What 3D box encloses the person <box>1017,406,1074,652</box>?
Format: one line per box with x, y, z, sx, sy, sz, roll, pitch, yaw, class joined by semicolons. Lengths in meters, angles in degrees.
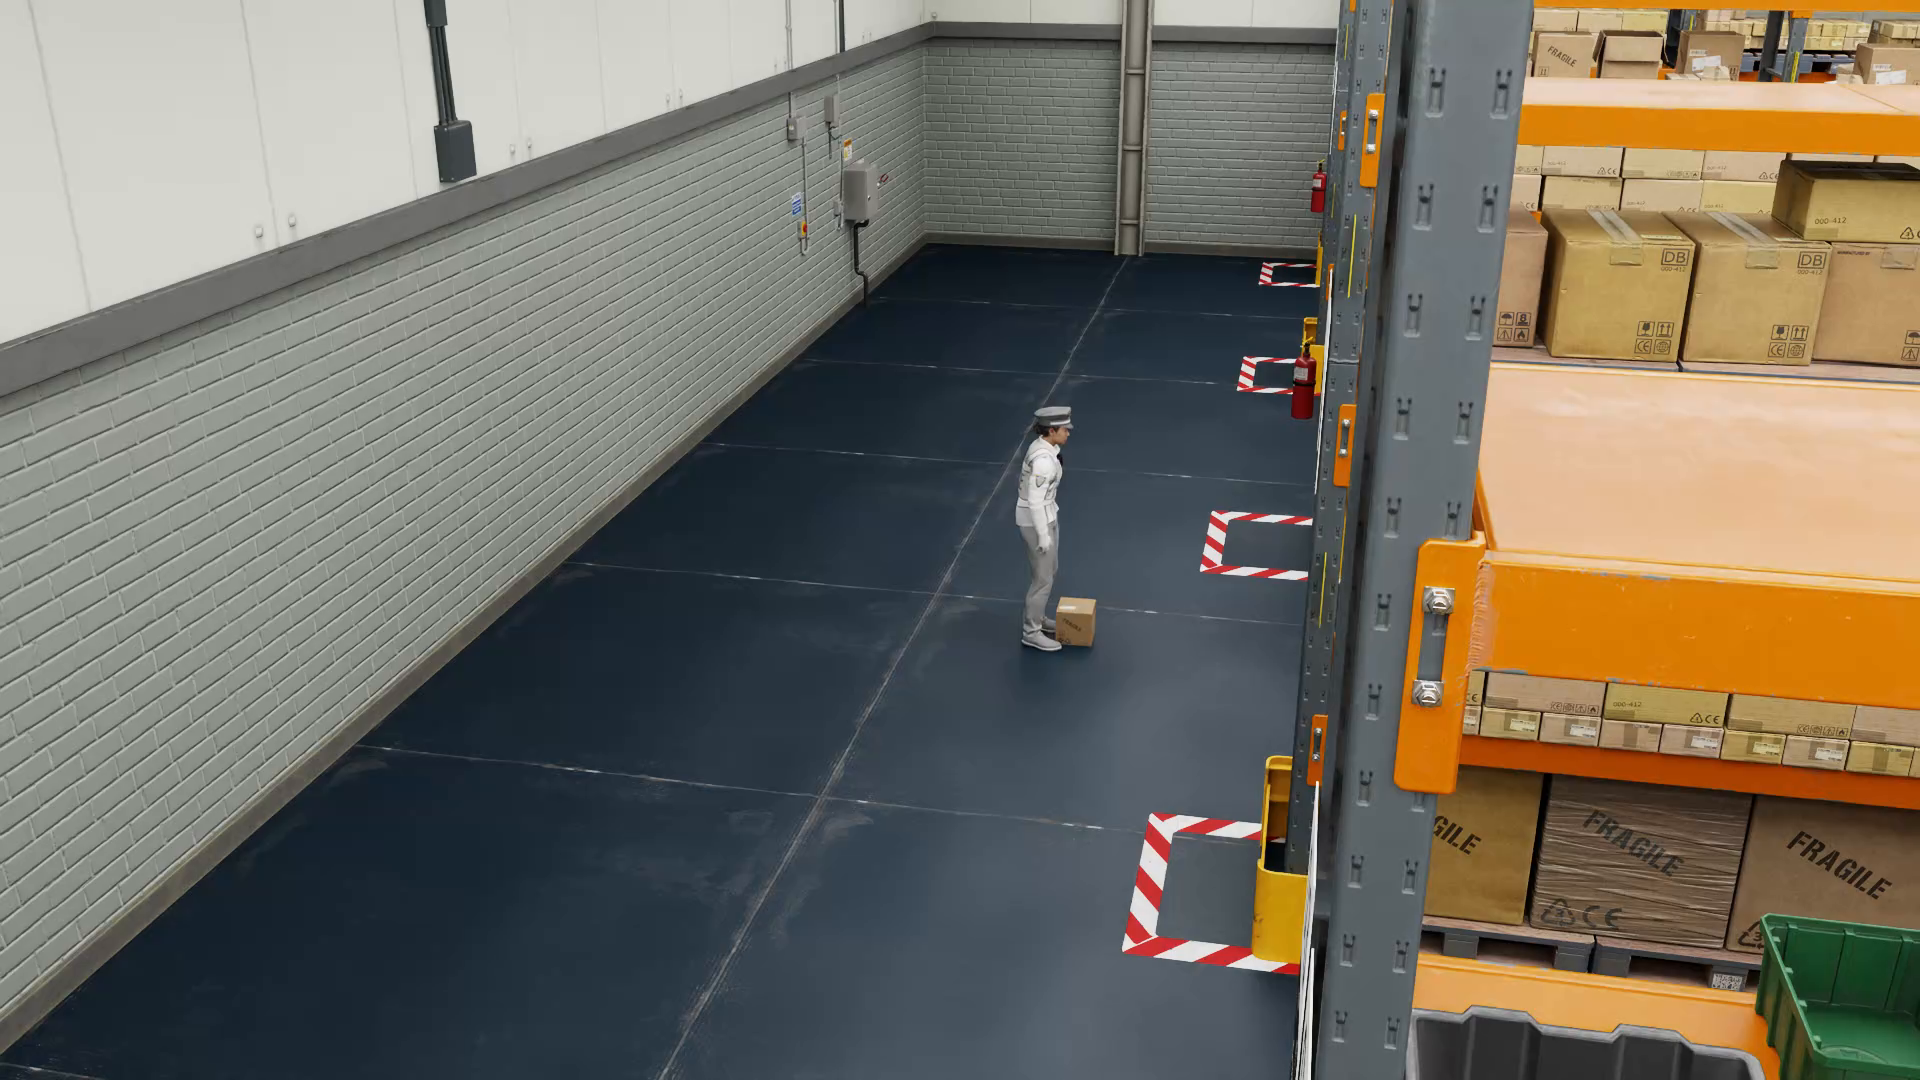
0.571;-0.108;11.347;0.369;1.667;0.547;3;22;8;person
